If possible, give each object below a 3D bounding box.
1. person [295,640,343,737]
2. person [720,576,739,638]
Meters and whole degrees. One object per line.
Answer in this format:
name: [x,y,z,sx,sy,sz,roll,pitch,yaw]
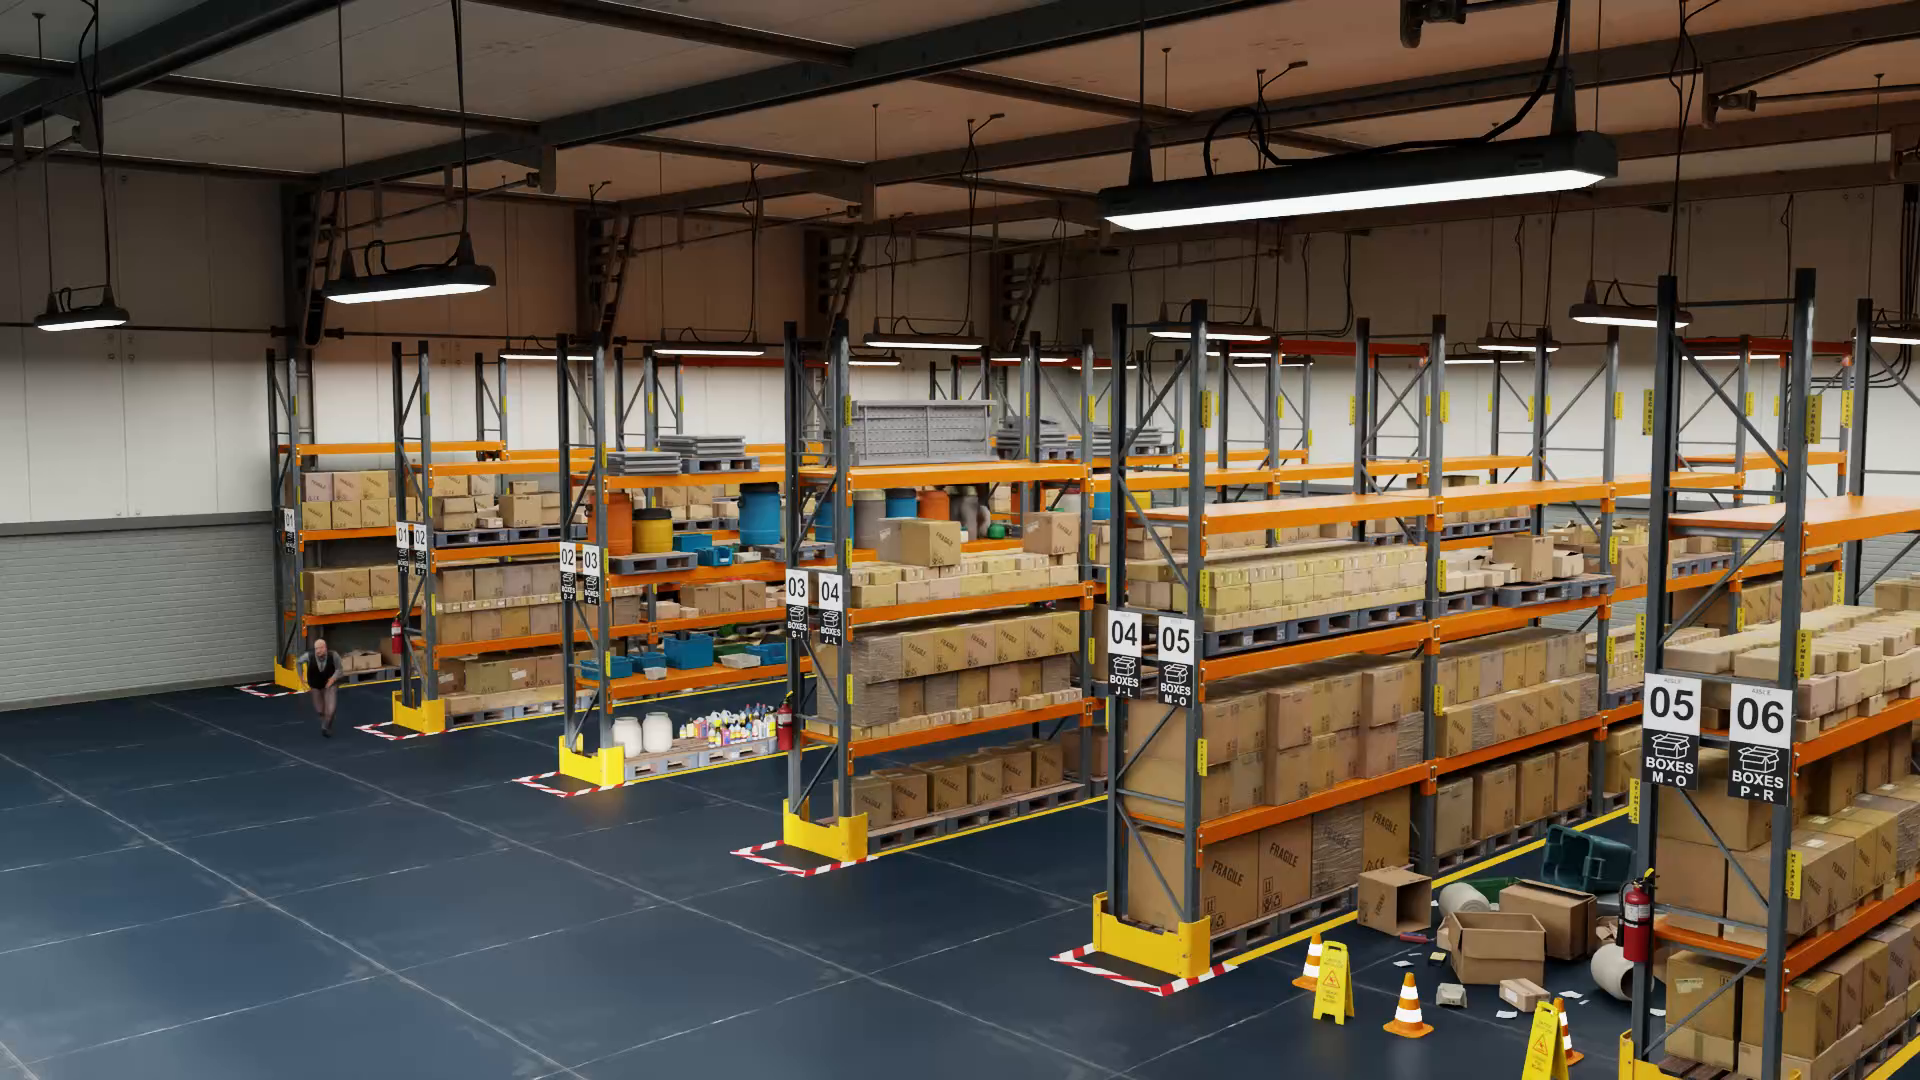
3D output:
person: [-9.671,2.234,25.148,0.681,1.542,0.829,-1,5,-15]
person: [-4.352,1.542,32.032,0.673,1.735,0.676,3,6,35]
